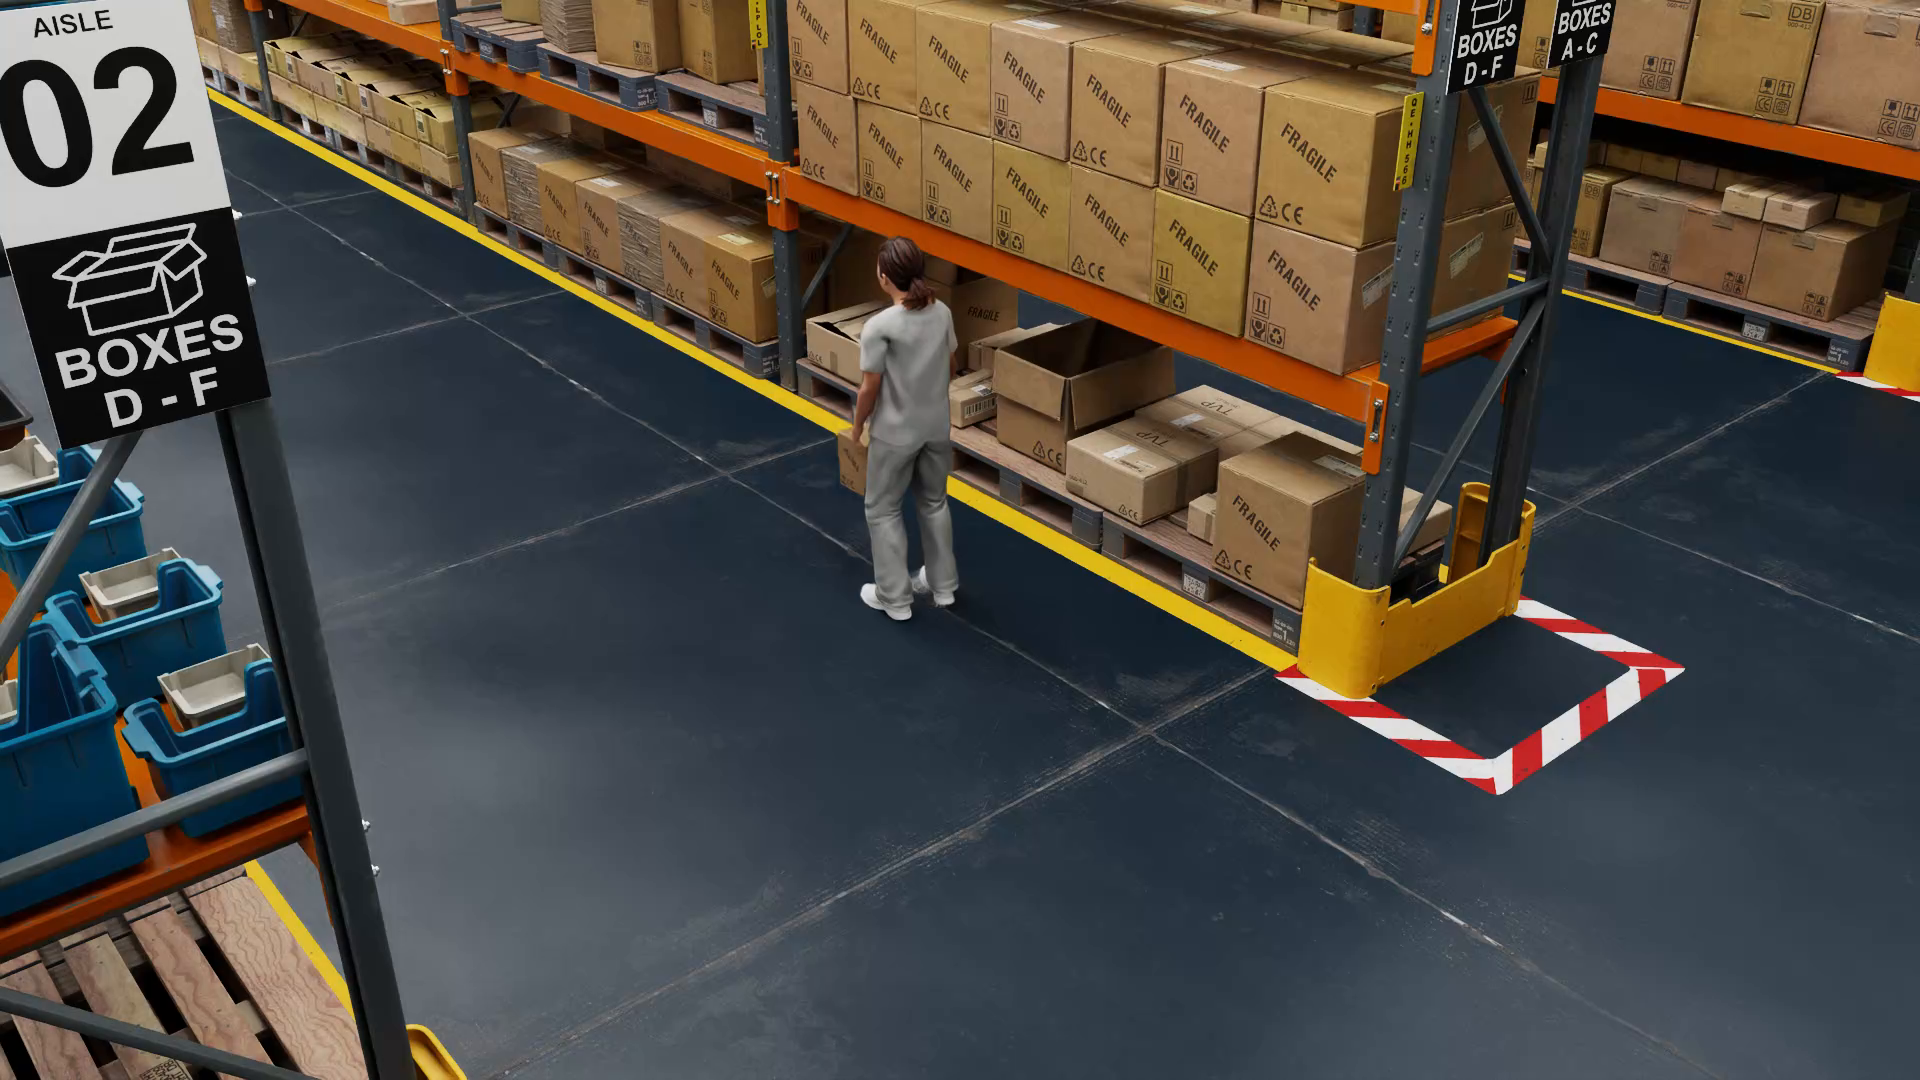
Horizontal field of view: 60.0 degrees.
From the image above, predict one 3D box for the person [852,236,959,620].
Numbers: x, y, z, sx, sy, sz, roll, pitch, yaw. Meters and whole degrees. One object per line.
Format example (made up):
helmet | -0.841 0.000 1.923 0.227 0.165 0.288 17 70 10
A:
person | -0.225 -0.456 6.969 0.471 1.676 0.362 -18 33 -30
